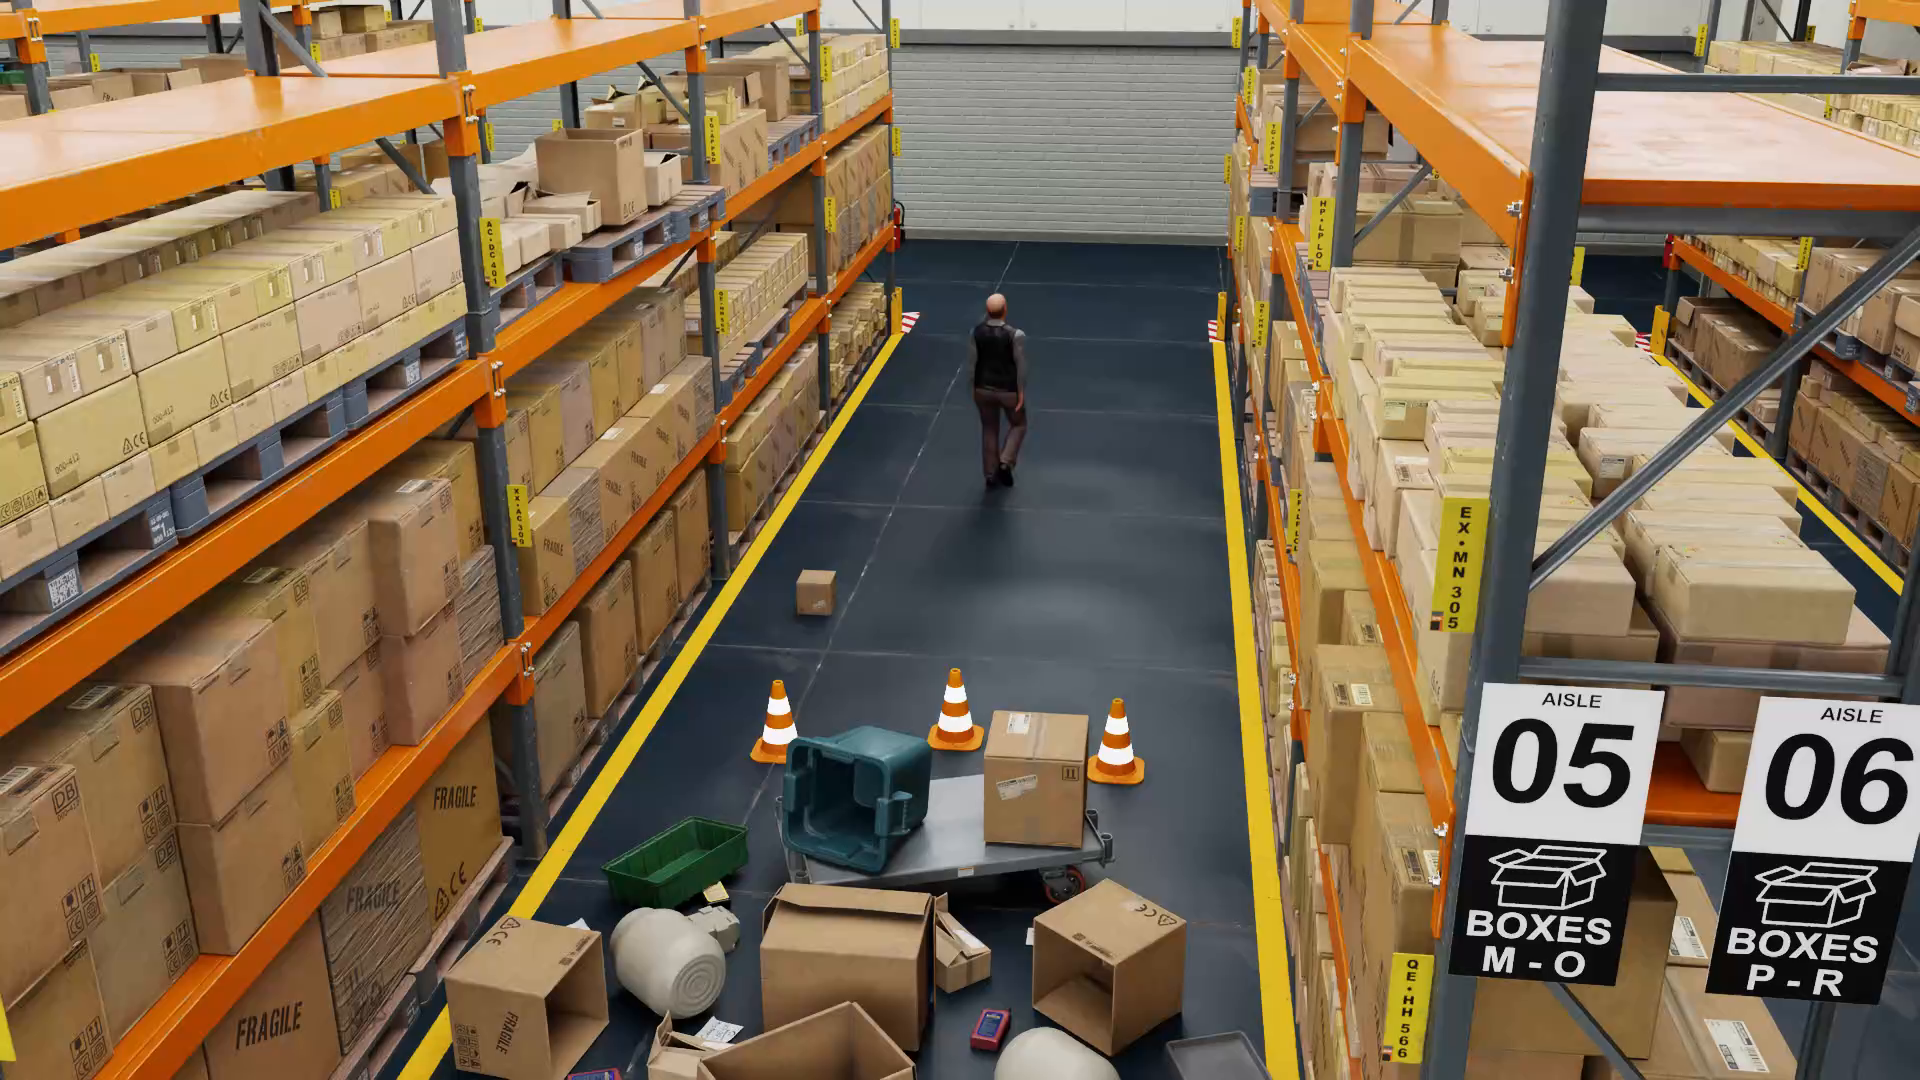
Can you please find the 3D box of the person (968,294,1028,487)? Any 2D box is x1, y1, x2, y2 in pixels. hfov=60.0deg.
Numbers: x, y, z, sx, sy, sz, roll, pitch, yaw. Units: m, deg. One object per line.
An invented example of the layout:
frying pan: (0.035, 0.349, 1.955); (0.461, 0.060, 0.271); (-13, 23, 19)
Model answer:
person: (0.338, -1.294, 14.419); (0.537, 1.712, 0.483); (6, 22, 14)
